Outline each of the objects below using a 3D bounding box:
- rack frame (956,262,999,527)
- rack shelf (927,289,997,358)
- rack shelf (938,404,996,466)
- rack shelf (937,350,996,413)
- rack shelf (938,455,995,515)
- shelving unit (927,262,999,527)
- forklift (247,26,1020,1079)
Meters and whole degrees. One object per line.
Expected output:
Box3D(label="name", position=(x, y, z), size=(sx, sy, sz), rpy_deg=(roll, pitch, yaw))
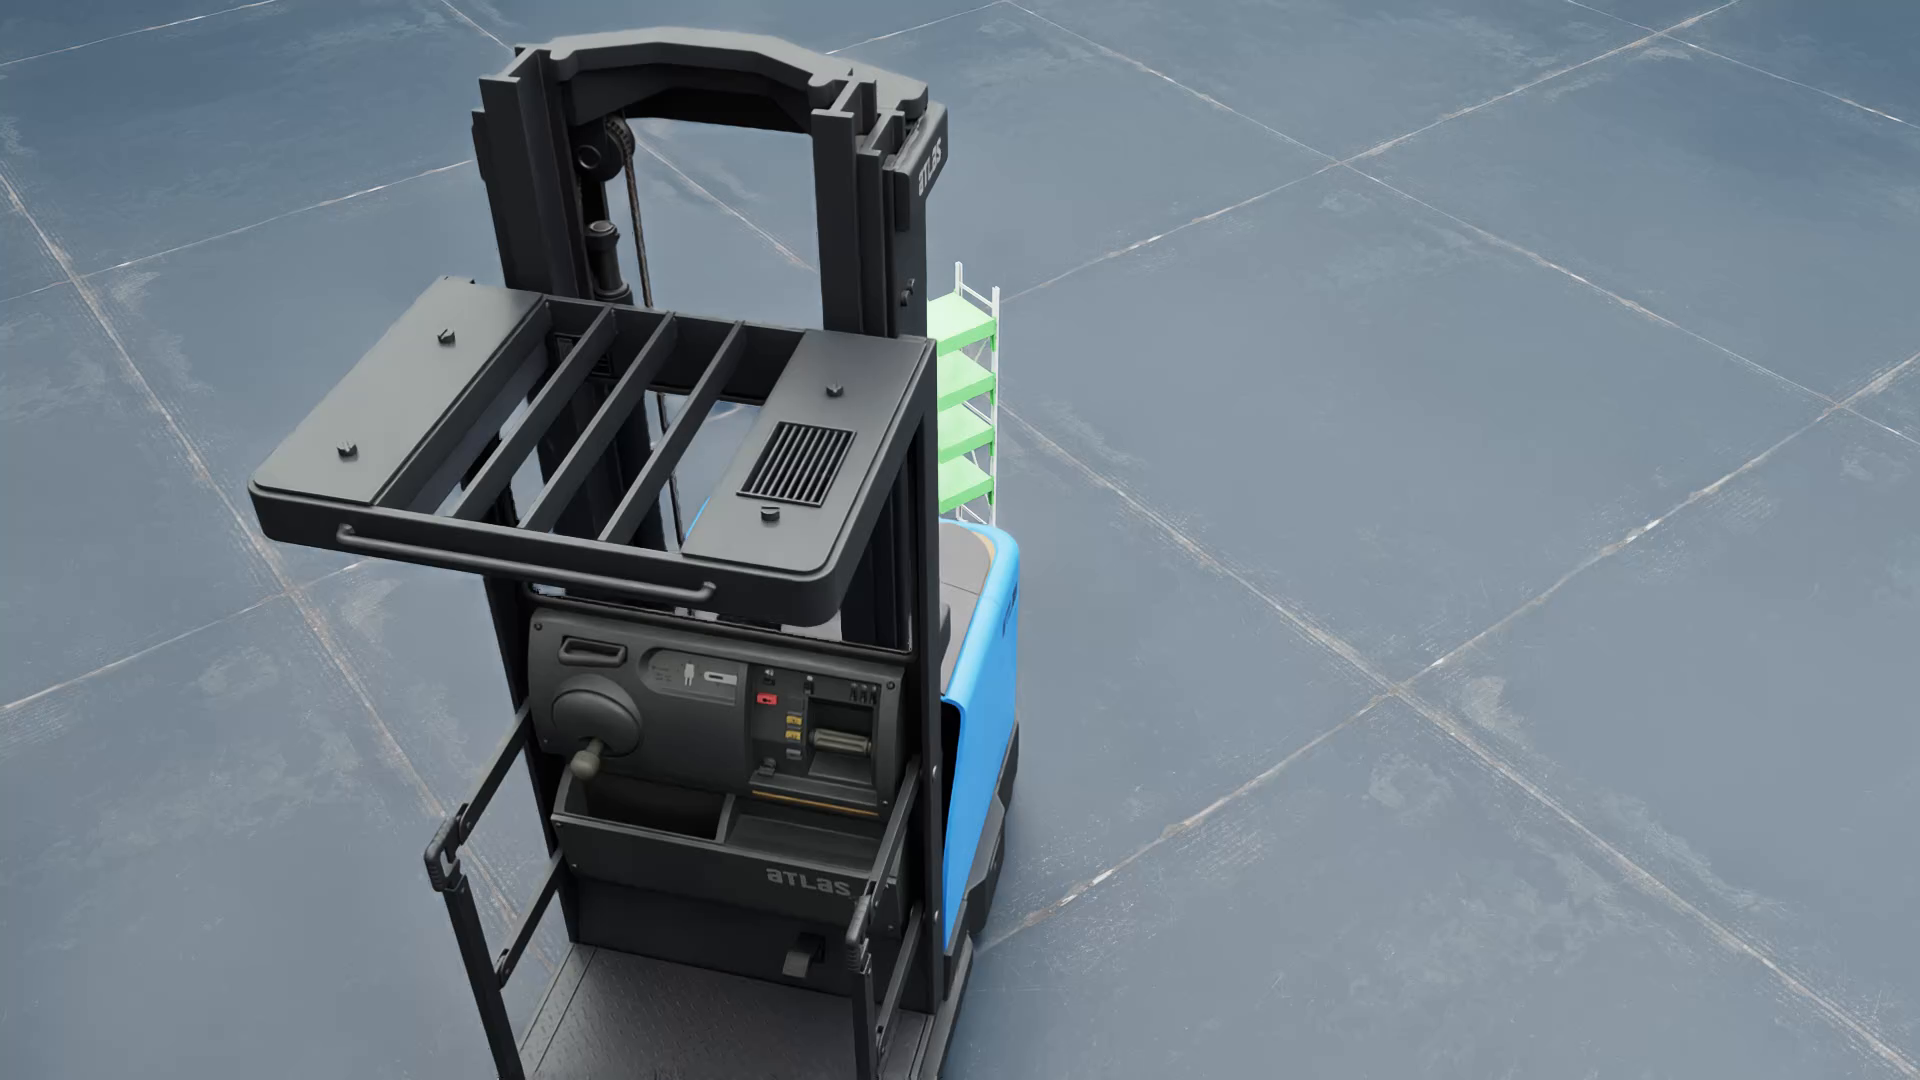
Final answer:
Box3D(label="rack frame", position=(0.062, -0.494, 6.406), size=(0.015, 1.200, 0.240), rpy_deg=(-26, 46, -28))
Box3D(label="rack shelf", position=(-0.131, -0.722, 6.028), size=(0.480, 0.148, 0.258), rpy_deg=(-26, 46, -28))
Box3D(label="rack shelf", position=(-0.131, -0.351, 6.332), size=(0.480, 0.148, 0.258), rpy_deg=(-26, 46, -28))
Box3D(label="rack shelf", position=(-0.131, -0.536, 6.180), size=(0.480, 0.148, 0.258), rpy_deg=(-26, 46, -28))
Box3D(label="rack shelf", position=(-0.131, -0.165, 6.484), size=(0.480, 0.148, 0.258), rpy_deg=(-26, 46, -28))
Box3D(label="shelving unit", position=(-0.131, -0.400, 6.291), size=(0.503, 1.200, 0.258), rpy_deg=(-26, 46, -28))
Box3D(label="forklift", position=(-0.643, 0.501, 3.828), size=(1.130, 2.935, 3.031), rpy_deg=(9, 40, 10))
